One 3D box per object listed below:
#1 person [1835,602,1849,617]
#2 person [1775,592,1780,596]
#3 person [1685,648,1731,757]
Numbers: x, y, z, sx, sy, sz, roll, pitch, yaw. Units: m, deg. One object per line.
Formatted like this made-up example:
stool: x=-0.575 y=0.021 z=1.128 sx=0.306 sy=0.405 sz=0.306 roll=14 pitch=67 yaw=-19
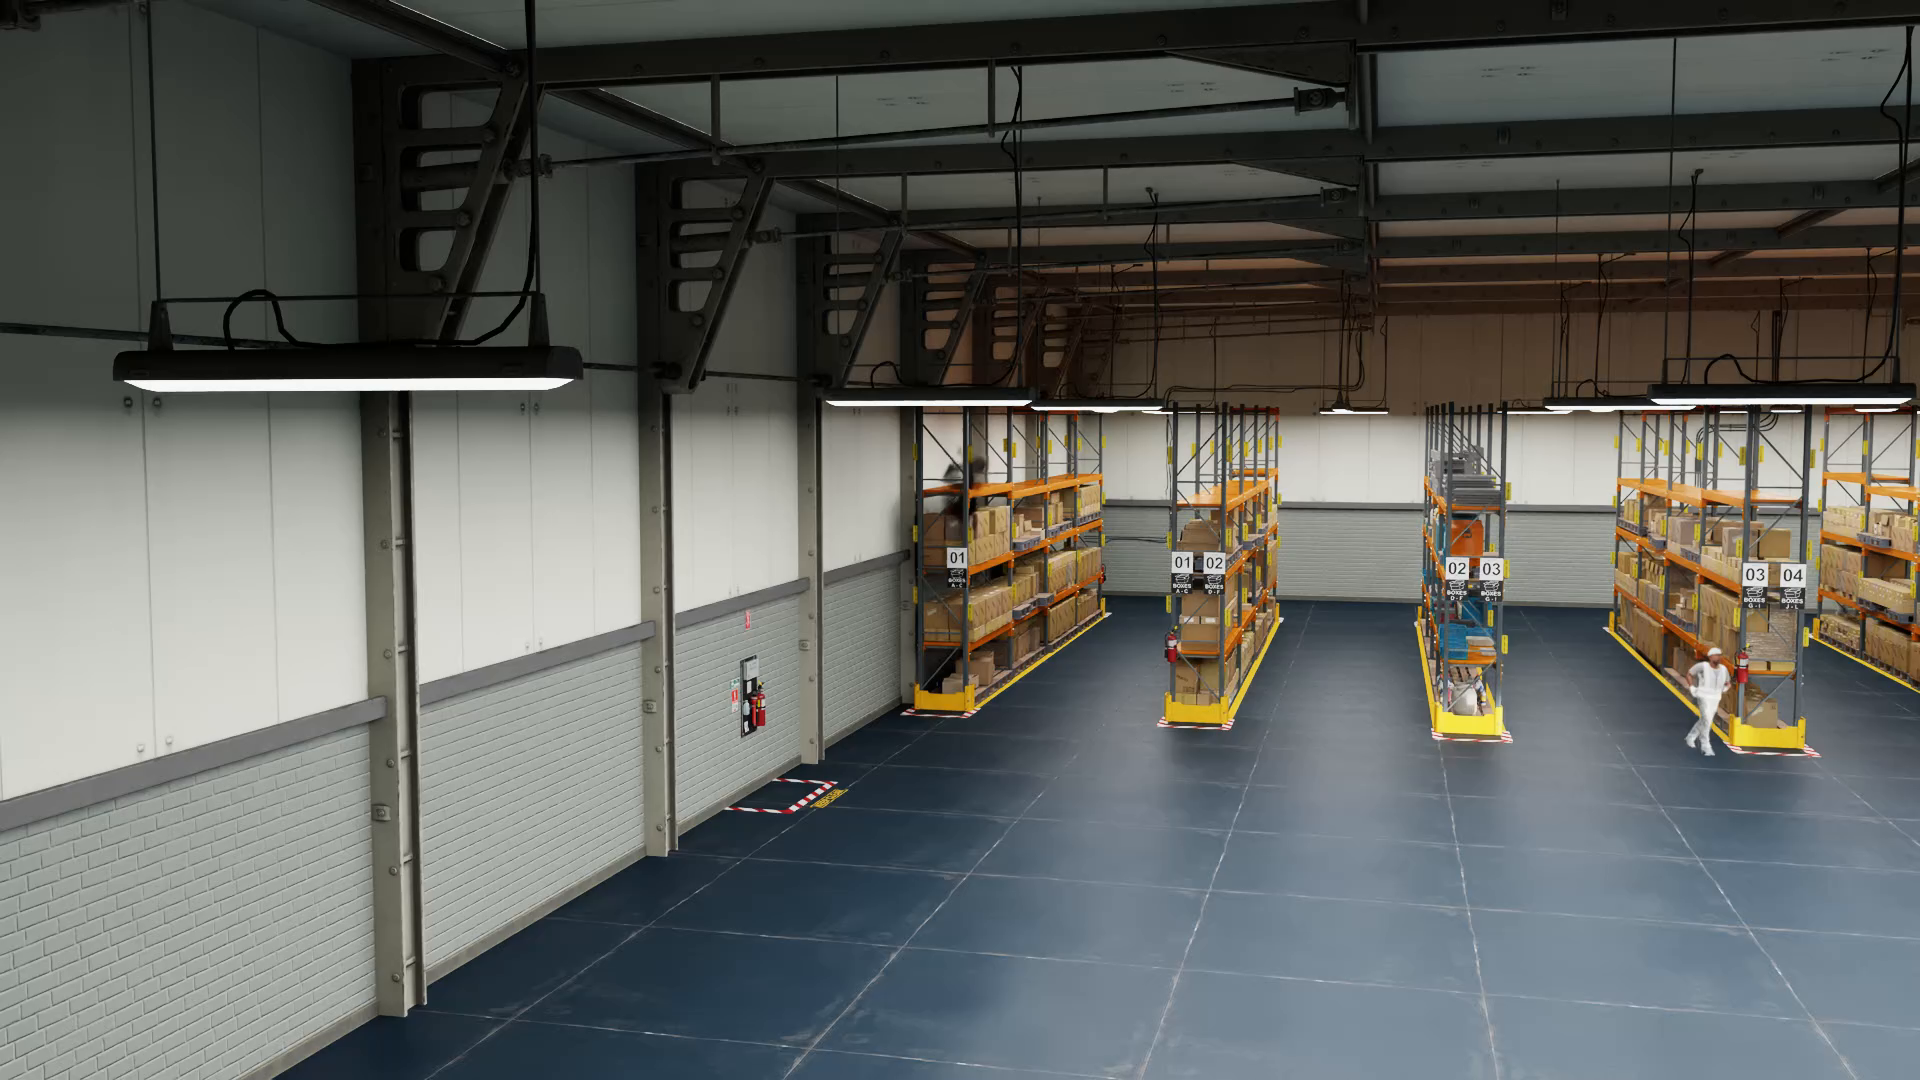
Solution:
person: x=23.592 y=1.665 z=44.203 sx=0.591 sy=1.591 sz=0.677 roll=3 pitch=5 yaw=32
person: x=20.441 y=1.867 z=41.268 sx=0.624 sy=1.602 sz=0.753 roll=2 pitch=5 yaw=25
person: x=12.838 y=2.742 z=28.474 sx=0.687 sy=1.796 sz=0.826 roll=-1 pitch=4 yaw=-14
